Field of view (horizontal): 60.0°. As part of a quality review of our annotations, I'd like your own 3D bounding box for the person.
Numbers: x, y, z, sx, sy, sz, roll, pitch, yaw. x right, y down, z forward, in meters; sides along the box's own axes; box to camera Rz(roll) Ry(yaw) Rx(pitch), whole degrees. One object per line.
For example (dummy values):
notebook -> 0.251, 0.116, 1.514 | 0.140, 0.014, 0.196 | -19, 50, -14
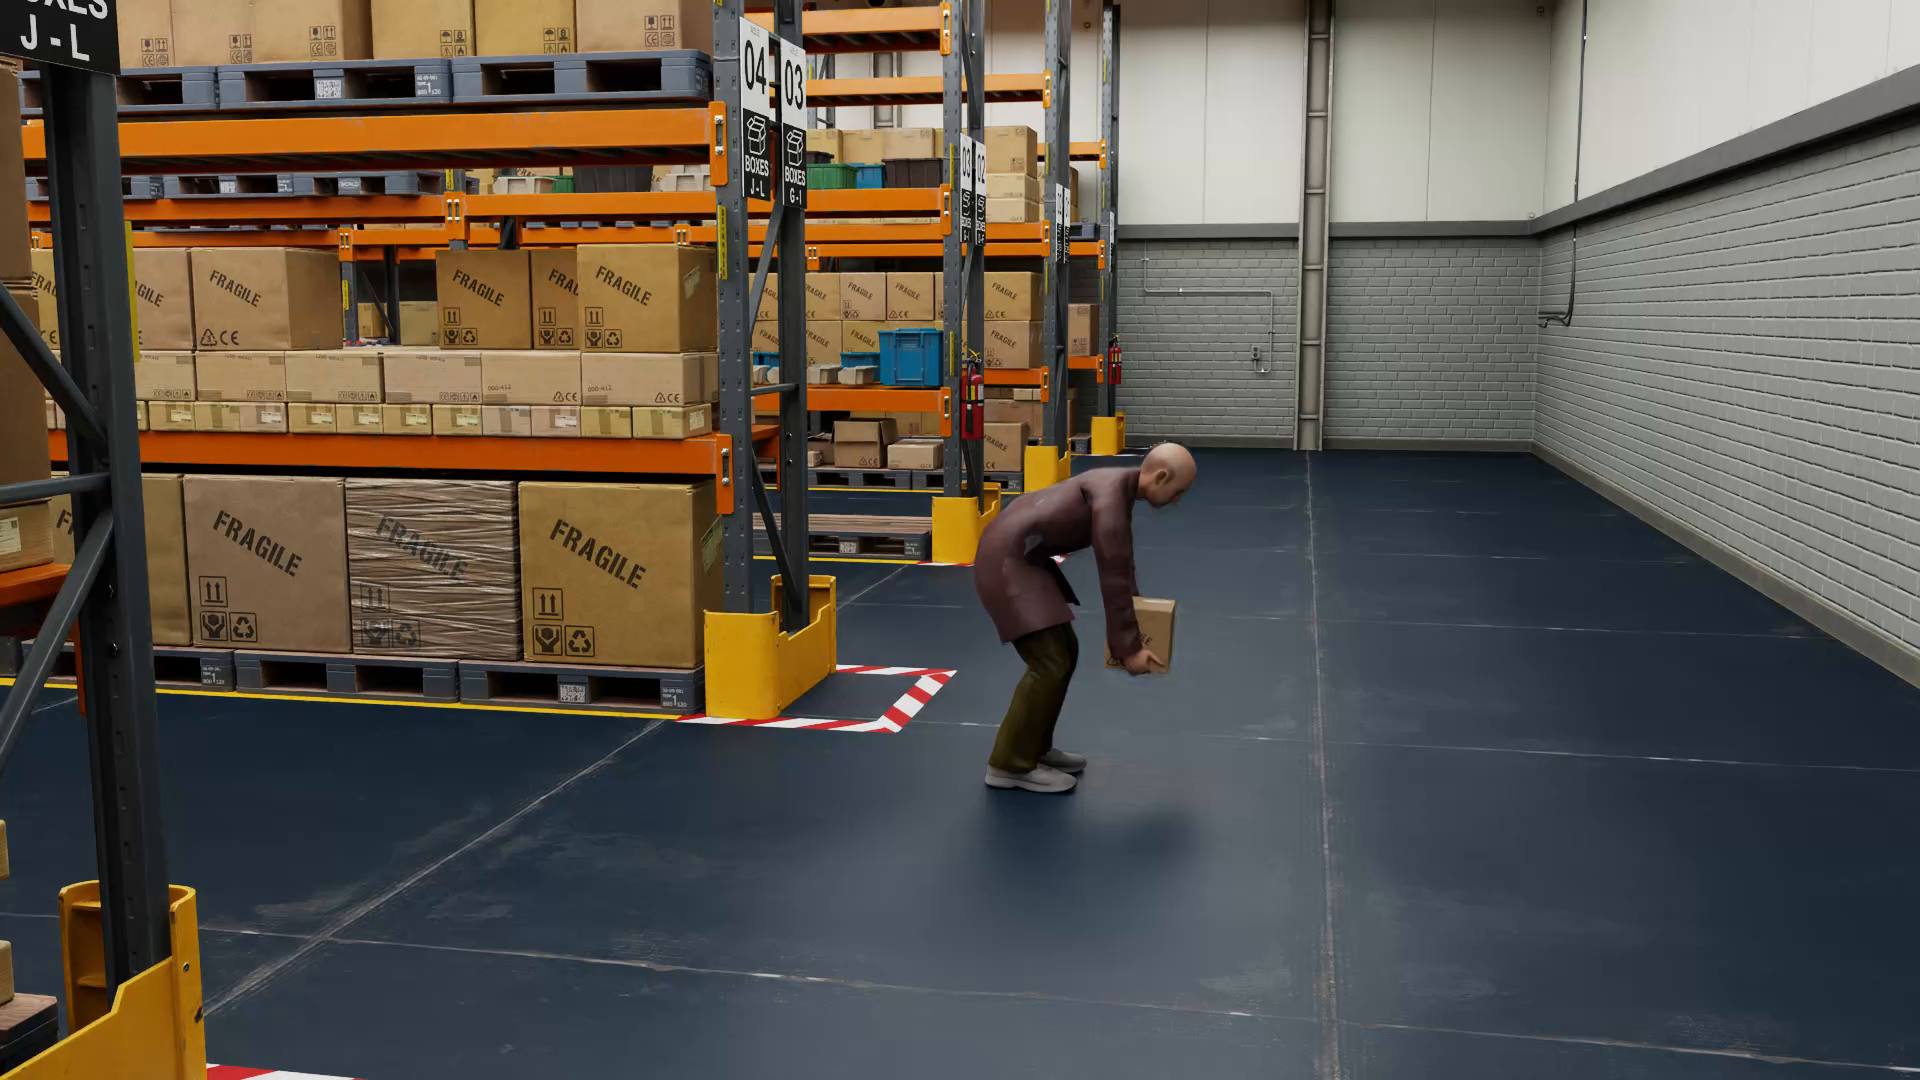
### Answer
person -> 0.492, 0.300, 6.648 | 0.876, 1.381, 0.563 | 1, 8, 9
